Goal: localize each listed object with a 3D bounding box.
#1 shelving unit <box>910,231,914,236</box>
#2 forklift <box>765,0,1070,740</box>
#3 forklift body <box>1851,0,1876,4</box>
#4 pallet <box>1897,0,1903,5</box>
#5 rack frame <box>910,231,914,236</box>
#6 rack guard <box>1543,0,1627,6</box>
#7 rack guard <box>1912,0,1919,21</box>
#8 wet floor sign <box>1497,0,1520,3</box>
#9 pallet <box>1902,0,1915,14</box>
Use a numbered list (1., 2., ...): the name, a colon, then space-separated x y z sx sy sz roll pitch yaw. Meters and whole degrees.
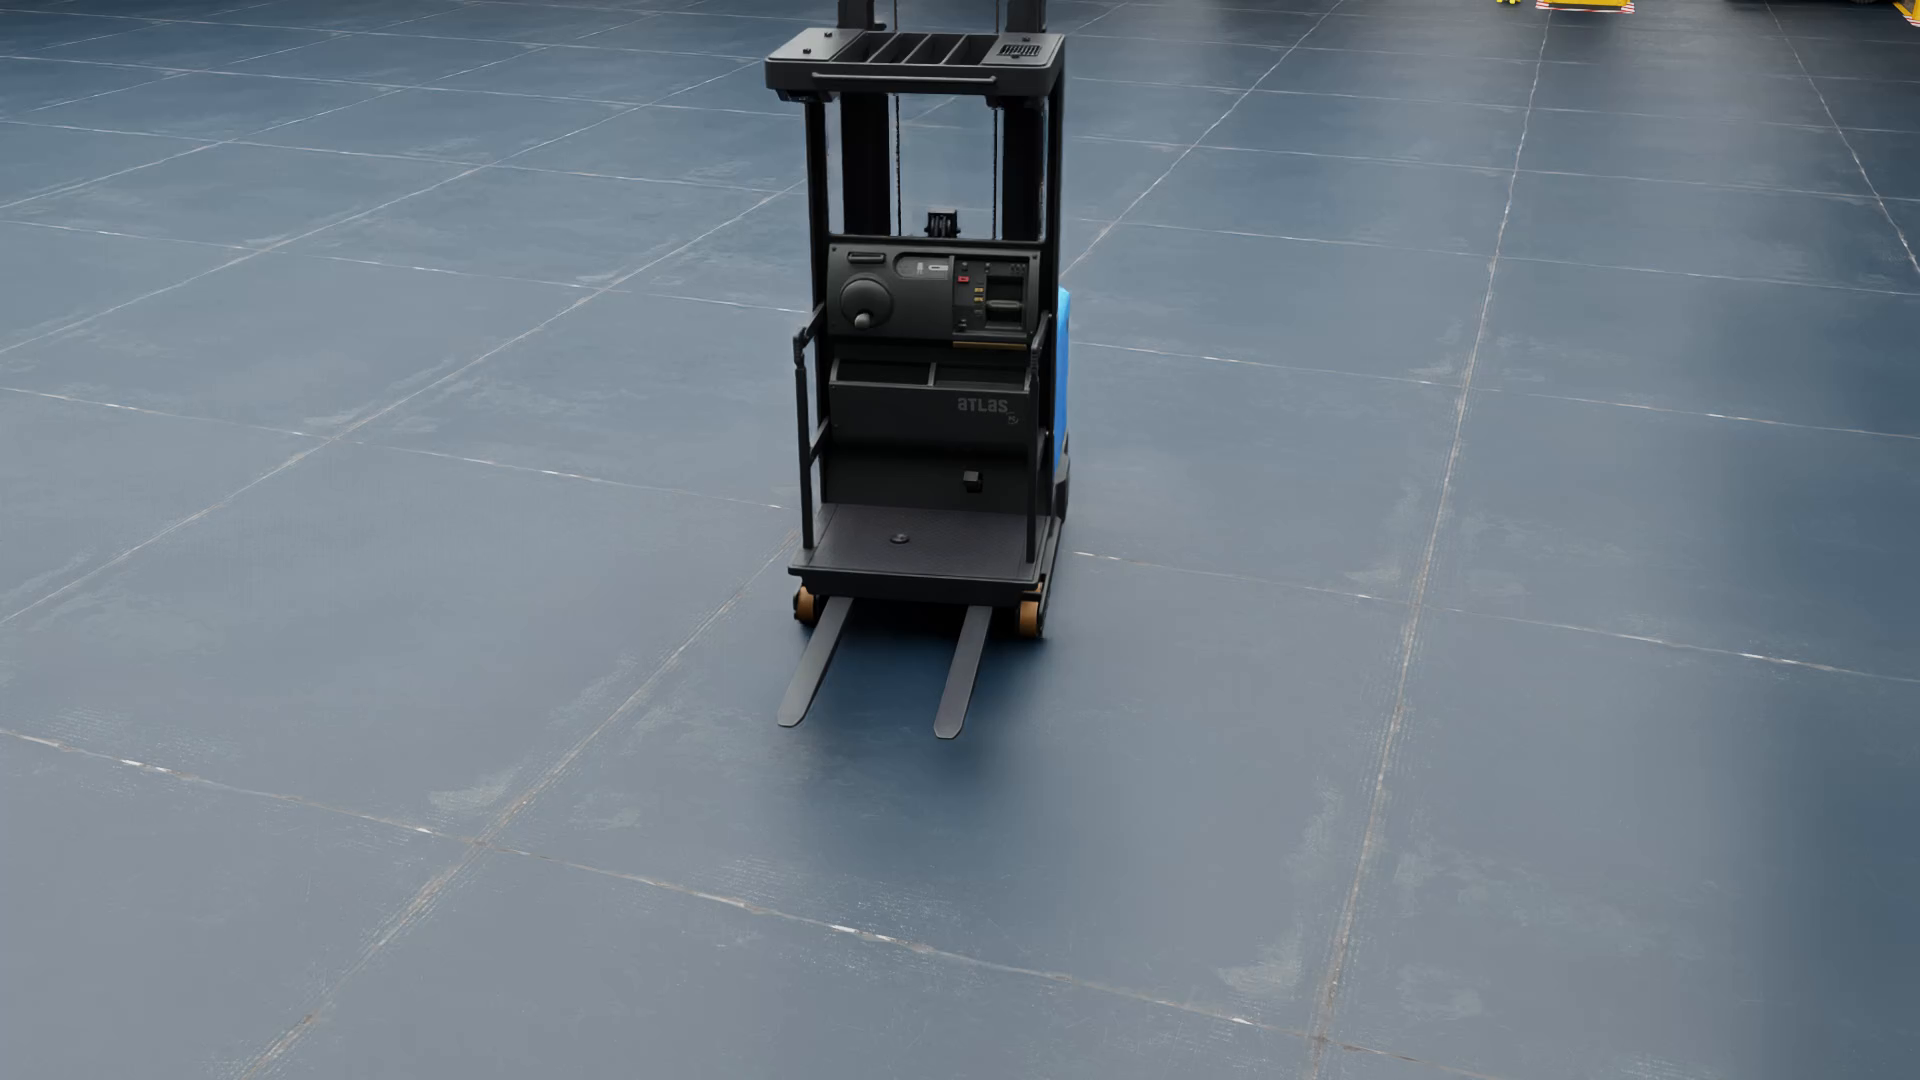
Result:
1. shelving unit: -0.364 -1.071 9.080 0.258 1.200 0.189 0 8 -1
2. forklift: -0.145 -1.050 7.056 1.130 2.935 3.031 4 26 7
3. forklift body: 12.881 -9.273 24.935 2.313 2.155 1.214 9 27 17
4. pallet: 14.593 -8.177 24.895 1.003 0.211 1.213 9 27 17
5. rack frame: -0.362 -1.057 8.989 0.240 1.200 0.006 0 8 -1
6. rack guard: 9.313 -8.236 24.687 1.175 0.500 0.348 9 27 17
7. rack guard: 13.962 -7.477 23.118 1.175 0.500 0.348 9 27 17
8. wet floor sign: 8.216 -8.347 24.750 0.267 0.644 0.232 20 32 35
9. pallet: 14.185 -7.677 23.863 1.003 0.211 1.213 9 27 17
